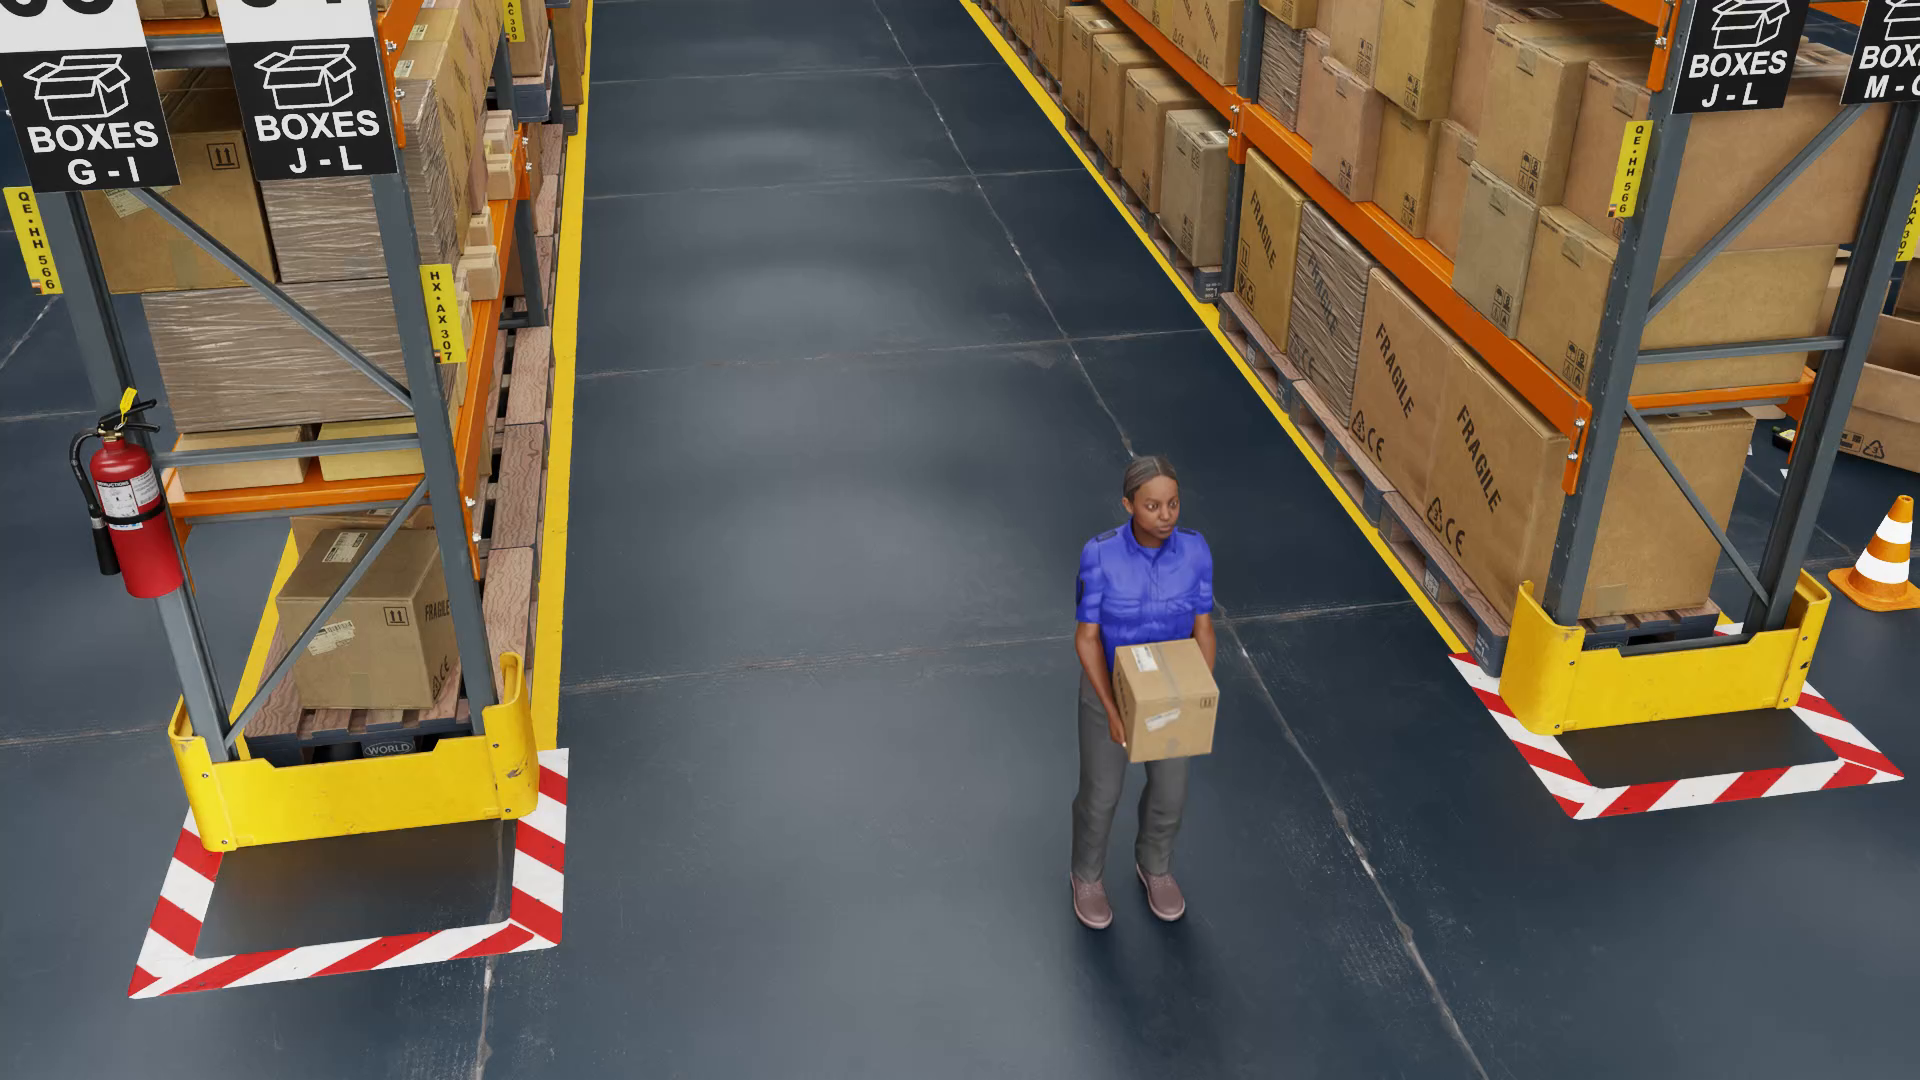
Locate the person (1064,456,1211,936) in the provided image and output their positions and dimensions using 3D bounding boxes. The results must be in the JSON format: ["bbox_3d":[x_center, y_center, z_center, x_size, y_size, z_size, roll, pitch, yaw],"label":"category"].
[{"bbox_3d":[0.559,0.546,5.224,0.456,1.655,0.507,-4,31,-6],"label":"person"}]
